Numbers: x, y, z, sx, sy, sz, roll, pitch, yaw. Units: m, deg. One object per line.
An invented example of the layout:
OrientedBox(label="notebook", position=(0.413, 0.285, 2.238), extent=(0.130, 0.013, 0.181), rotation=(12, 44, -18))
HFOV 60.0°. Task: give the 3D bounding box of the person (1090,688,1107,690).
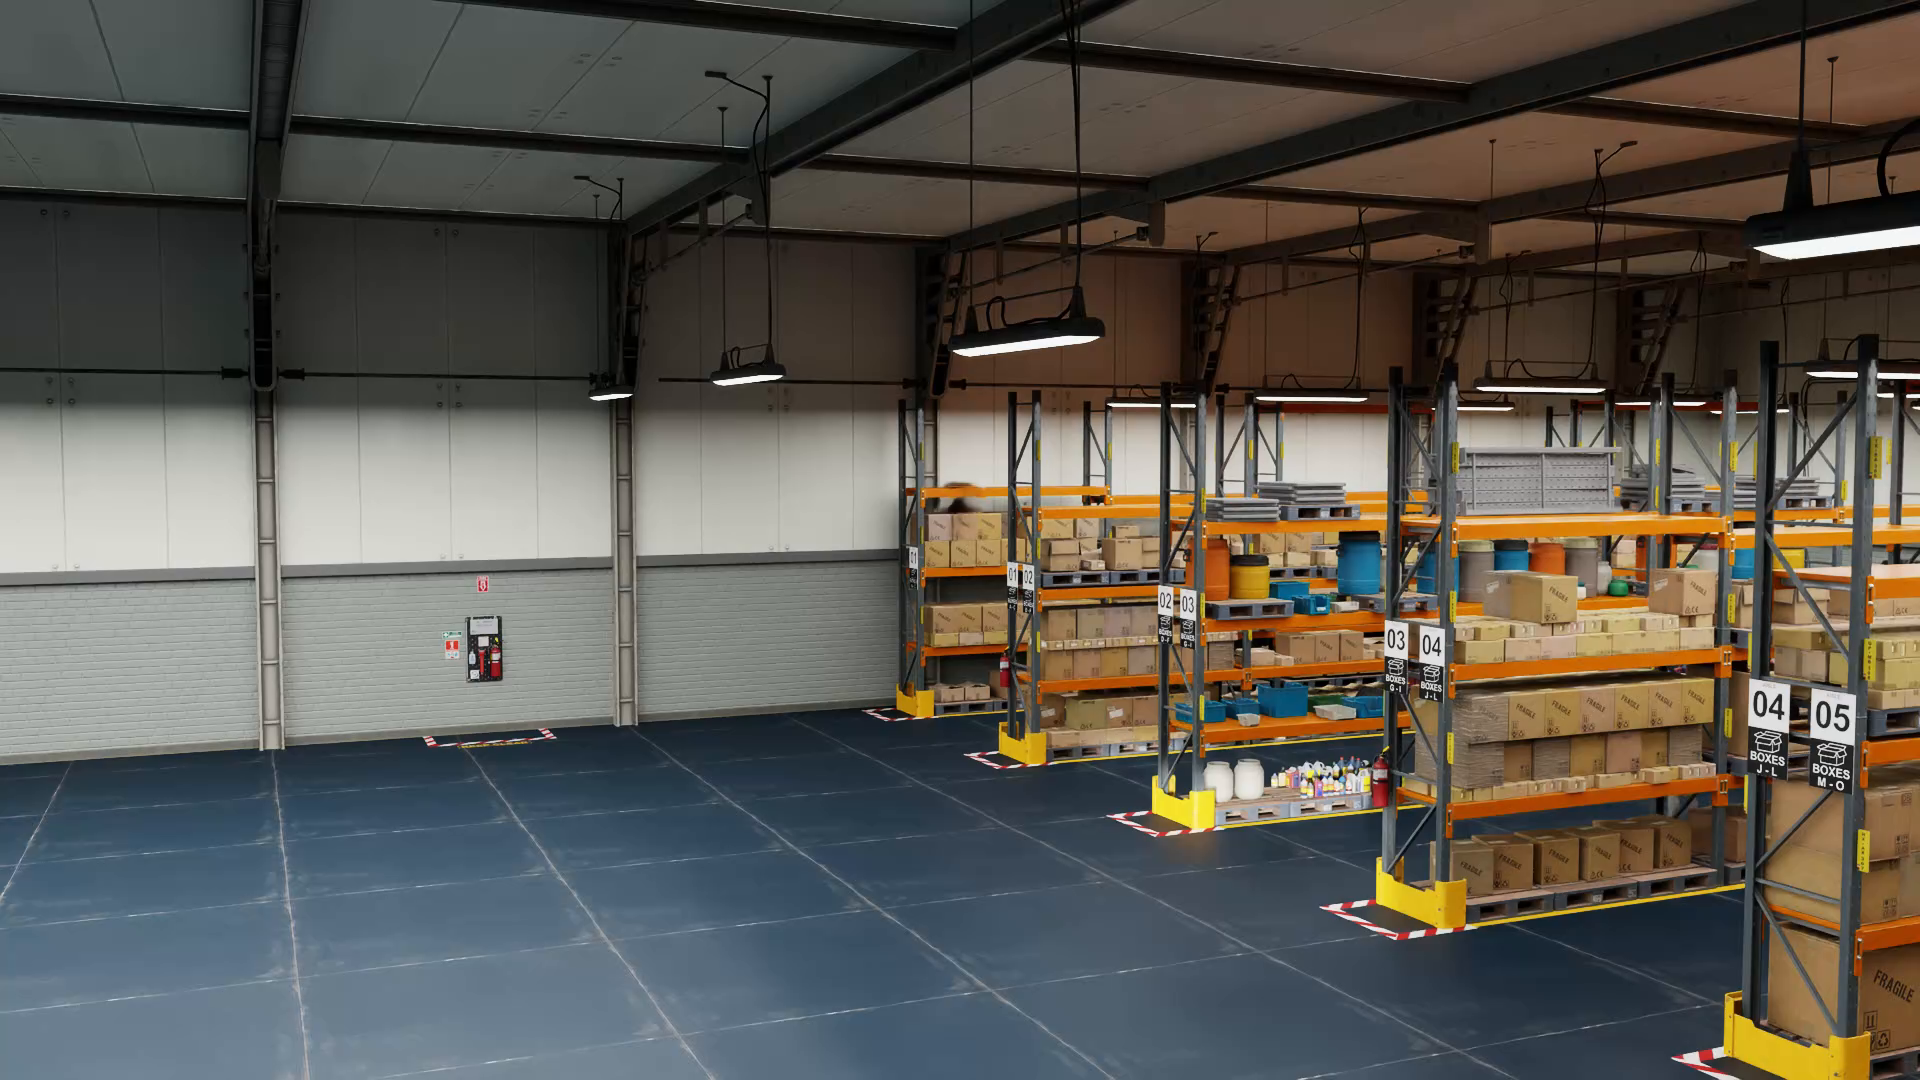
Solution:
OrientedBox(label="person", position=(2.529, 2.610, 29.785), extent=(1.012, 1.608, 0.418), rotation=(-2, 4, -25))

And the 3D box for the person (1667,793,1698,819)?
OrientedBox(label="person", position=(9.551, 2.995, 22.008), extent=(0.564, 1.773, 0.509), rotation=(-2, 4, -25))
